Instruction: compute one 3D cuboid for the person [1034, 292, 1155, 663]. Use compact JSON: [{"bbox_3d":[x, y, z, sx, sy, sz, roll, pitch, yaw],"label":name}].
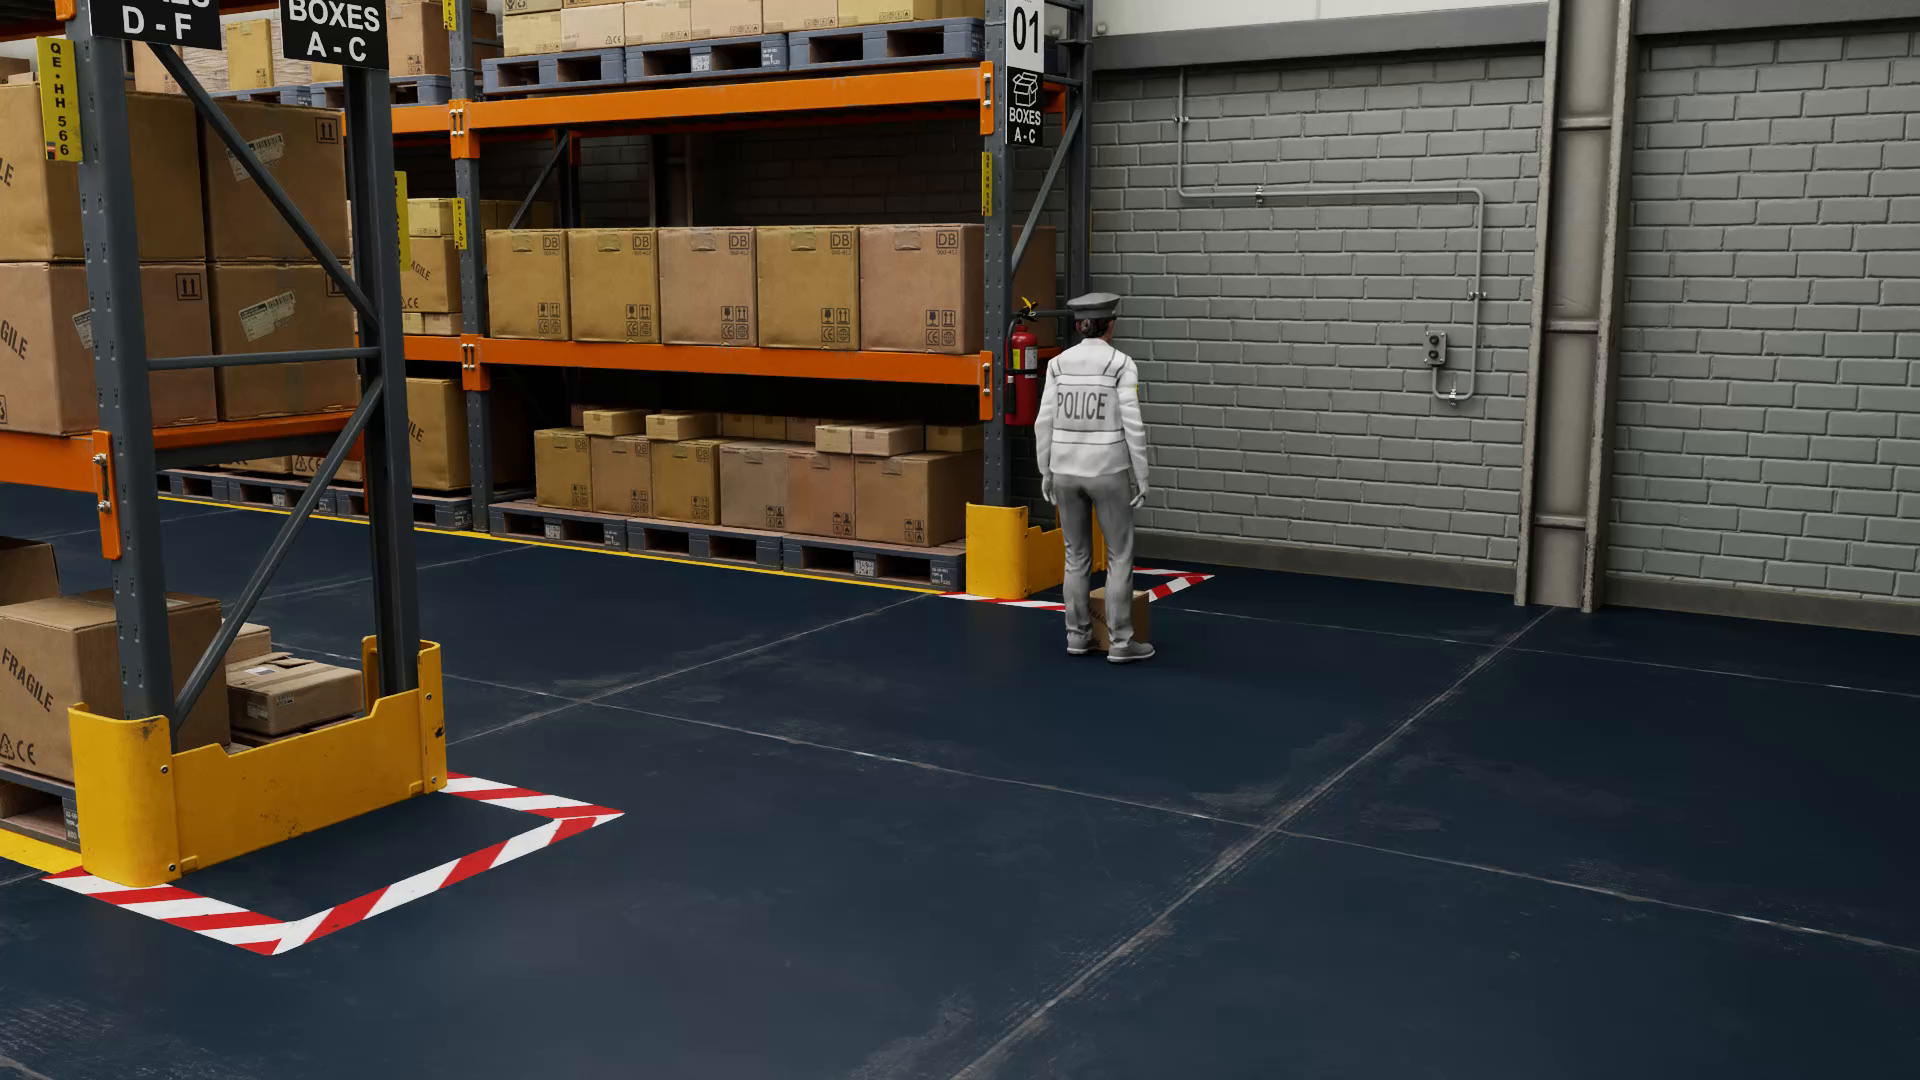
[{"bbox_3d":[0.615,-0.287,7.580,0.546,1.664,0.414,5,11,27],"label":"person"}]
